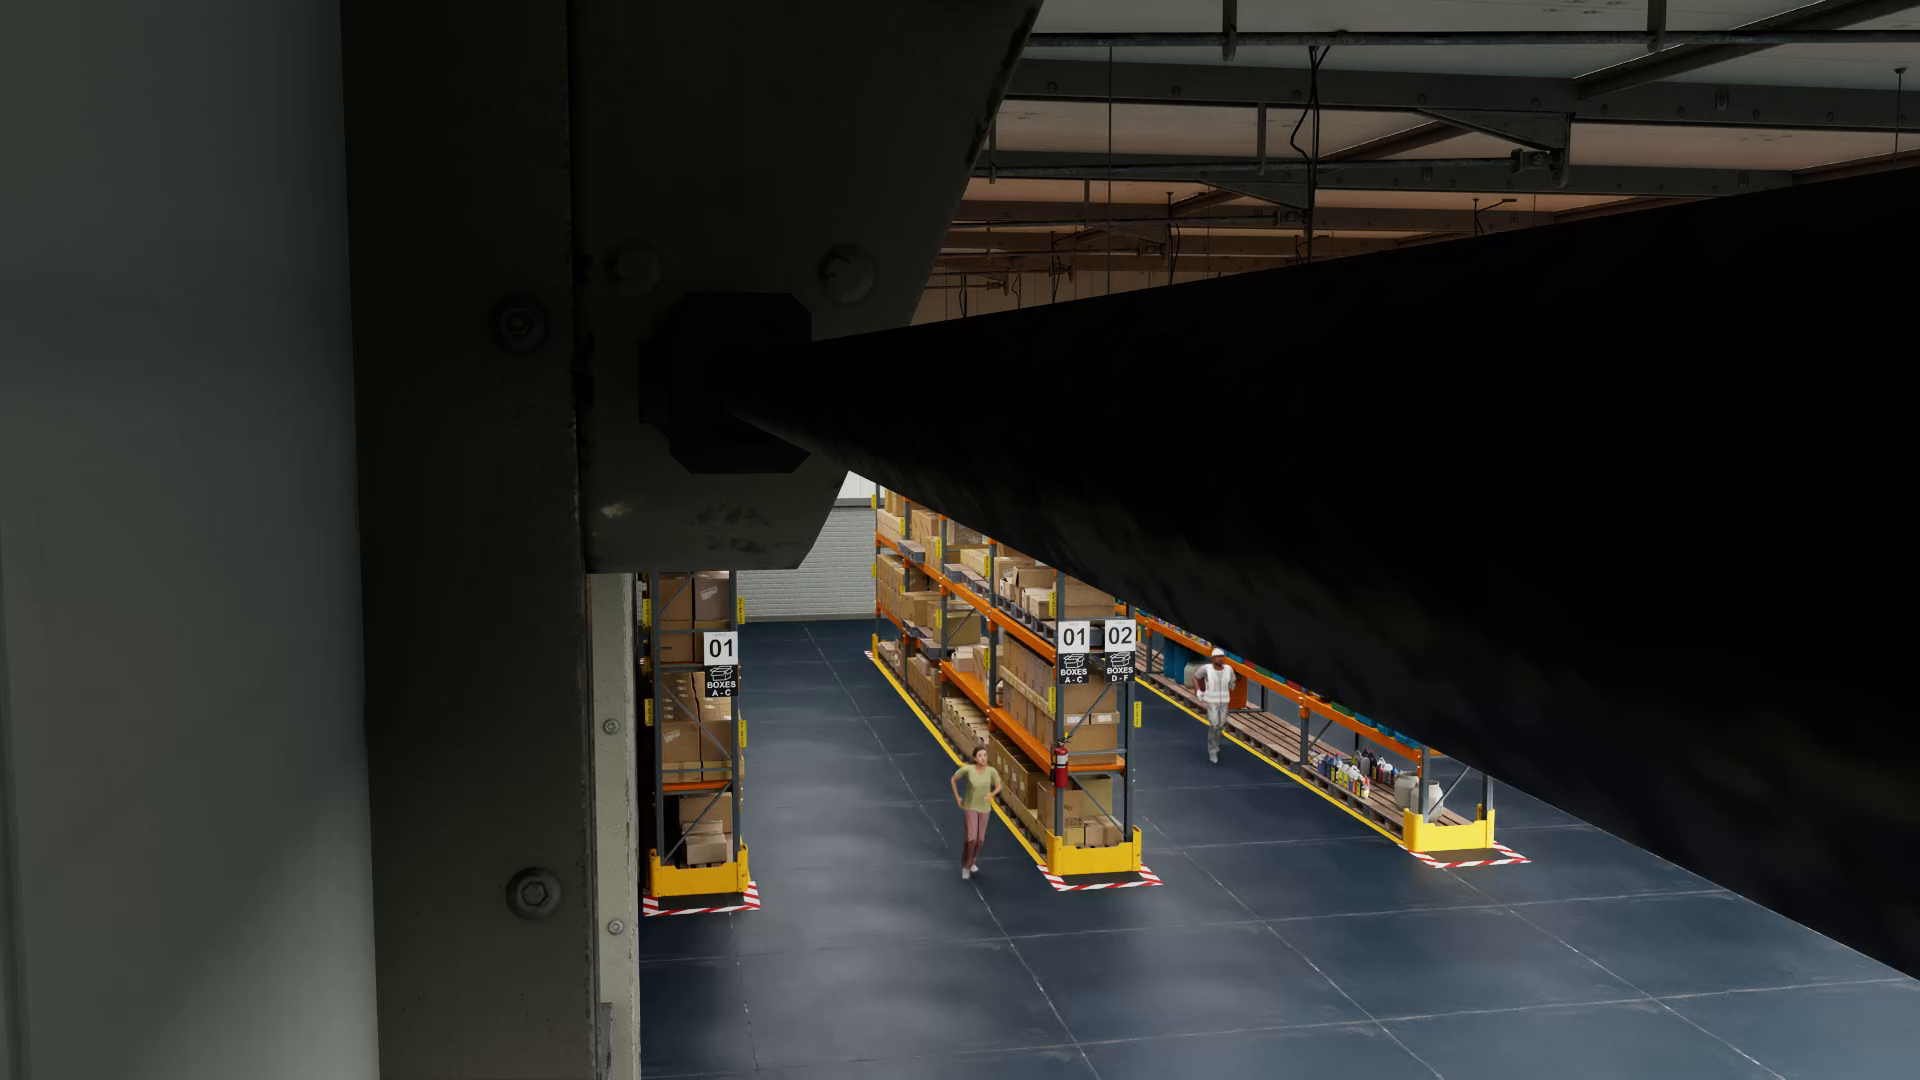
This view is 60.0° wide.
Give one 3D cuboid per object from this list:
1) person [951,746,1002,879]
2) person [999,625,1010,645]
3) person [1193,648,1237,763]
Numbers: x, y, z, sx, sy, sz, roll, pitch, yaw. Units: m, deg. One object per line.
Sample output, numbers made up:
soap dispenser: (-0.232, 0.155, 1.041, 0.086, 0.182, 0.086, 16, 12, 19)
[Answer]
person: (0.223, 3.402, 20.778, 0.622, 1.703, 0.591, -1, 6, -14)
person: (0.940, 1.923, 35.039, 0.547, 1.597, 0.817, -1, 6, -14)
person: (4.179, 2.671, 27.025, 0.666, 1.841, 0.760, -1, 6, -13)
